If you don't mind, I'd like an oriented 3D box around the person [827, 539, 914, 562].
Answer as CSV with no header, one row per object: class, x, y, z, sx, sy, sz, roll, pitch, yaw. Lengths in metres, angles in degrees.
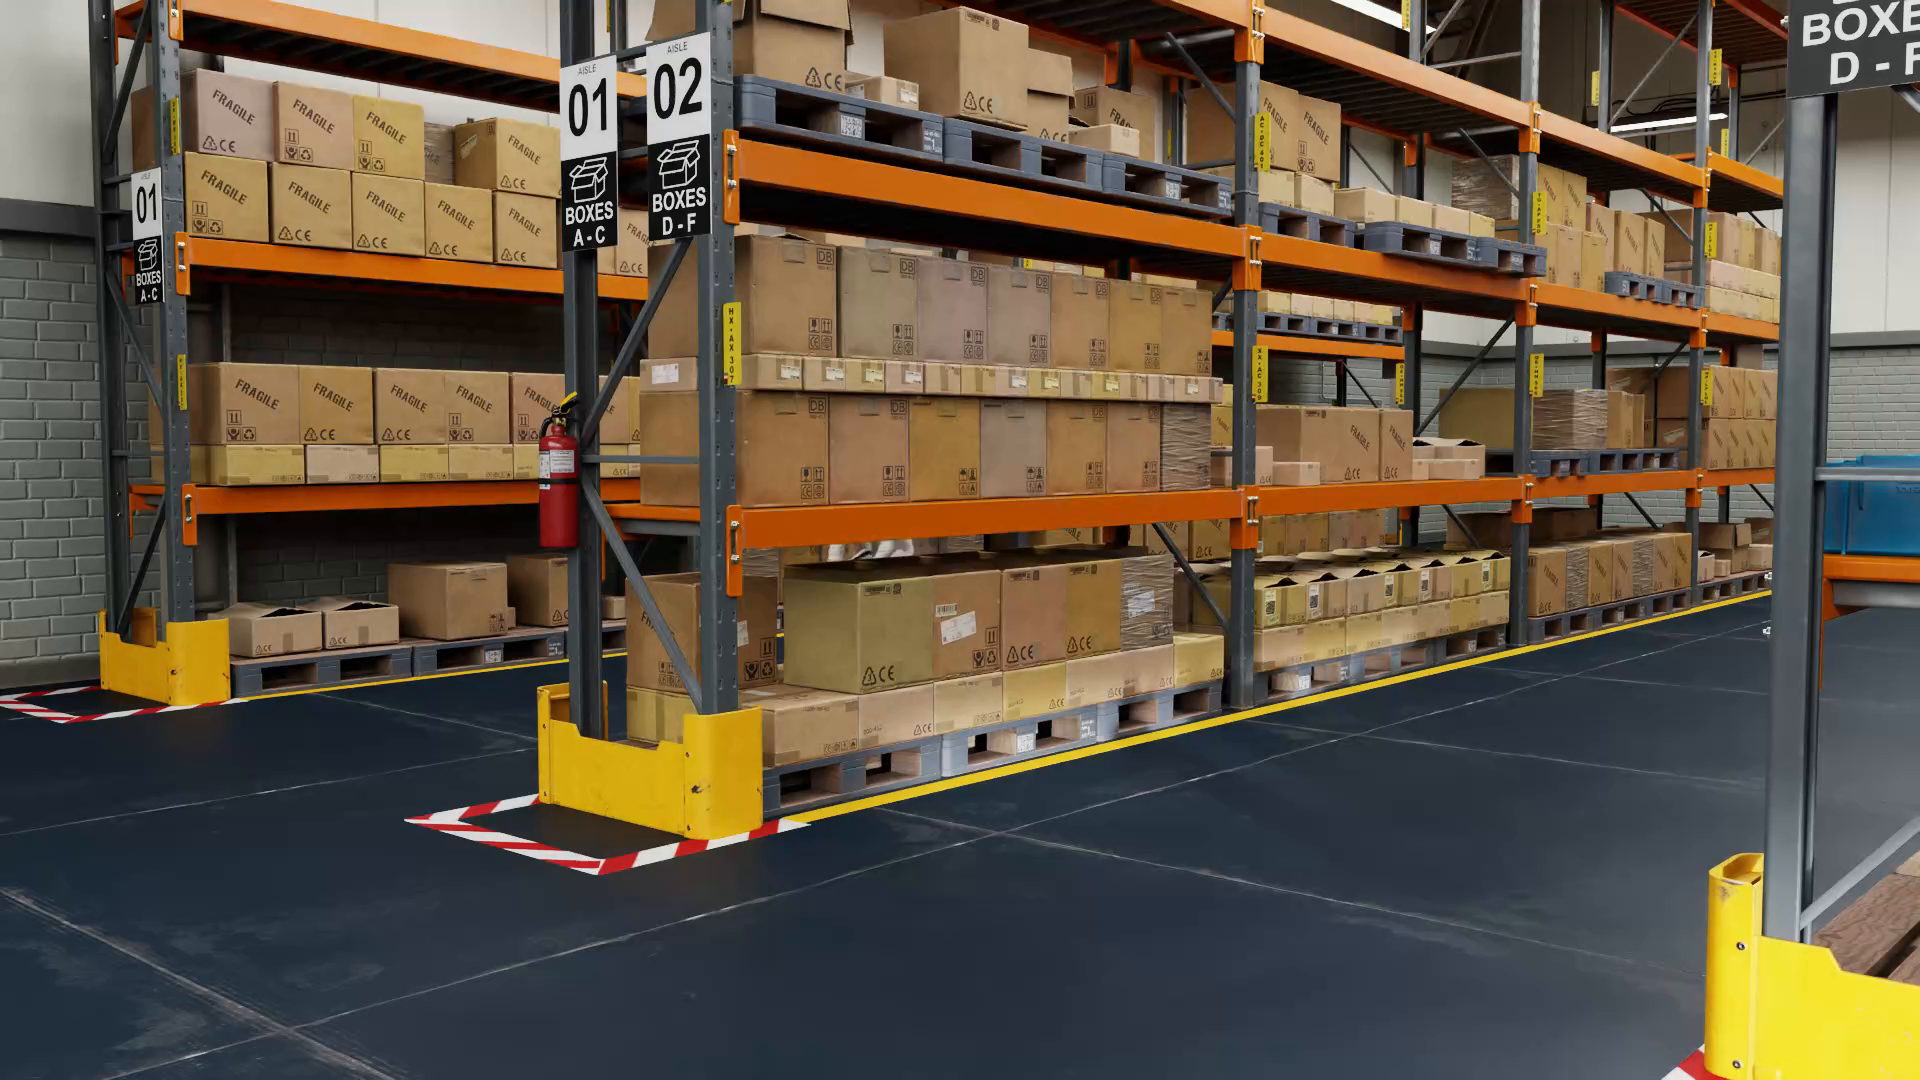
person,-0.637,0.155,12.344,0.631,1.395,0.734,3,5,41
